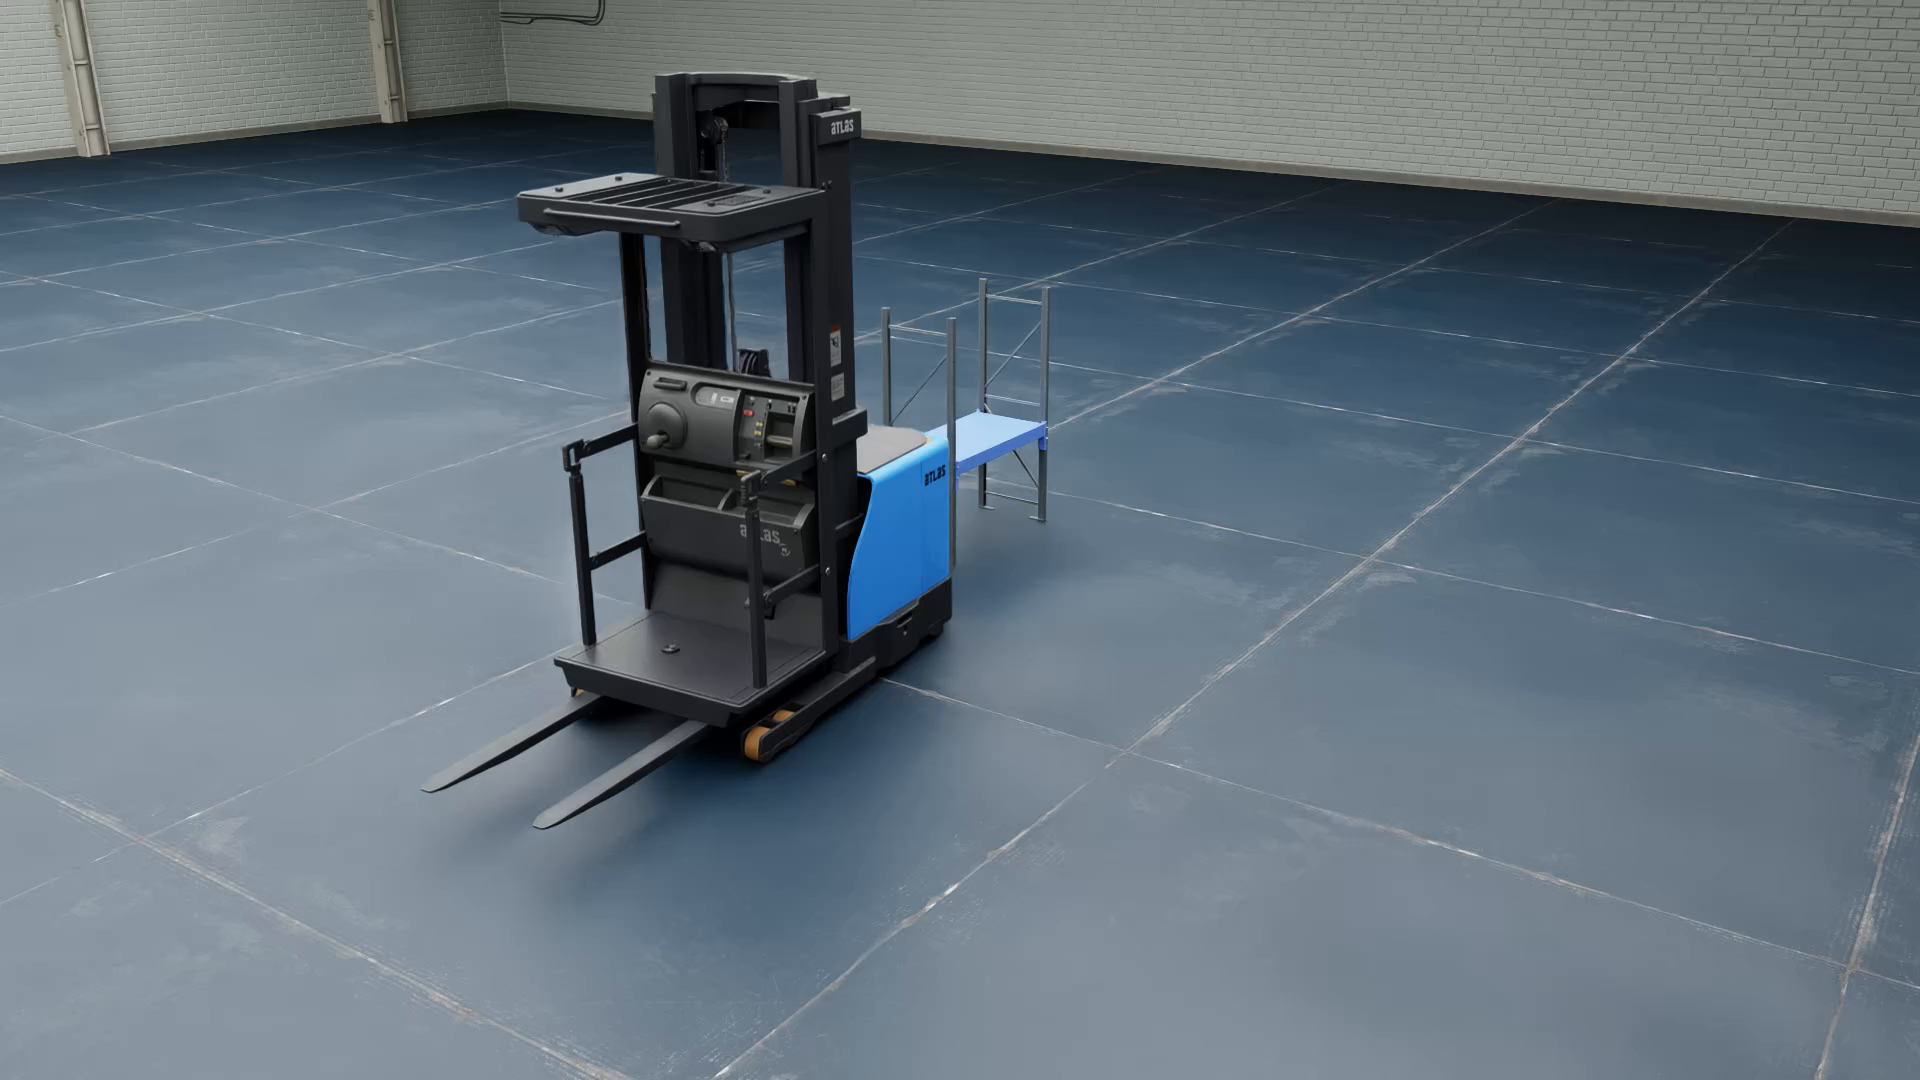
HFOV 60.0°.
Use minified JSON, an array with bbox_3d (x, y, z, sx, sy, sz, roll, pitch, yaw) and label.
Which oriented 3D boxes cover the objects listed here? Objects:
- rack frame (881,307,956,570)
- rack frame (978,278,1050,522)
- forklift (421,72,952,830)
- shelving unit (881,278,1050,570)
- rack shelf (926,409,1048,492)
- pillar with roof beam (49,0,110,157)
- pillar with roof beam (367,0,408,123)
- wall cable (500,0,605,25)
[{"bbox_3d":[-0.238,-0.582,9.677,0.500,1.500,0.032,13,24,32],"label":"rack frame"},{"bbox_3d":[0.334,-0.874,10.465,0.500,1.500,0.032,13,24,32],"label":"rack frame"},{"bbox_3d":[-1.198,-0.543,7.507,1.130,2.935,3.031,11,23,27],"label":"forklift"},{"bbox_3d":[0.048,-0.728,10.071,0.538,1.500,1.048,13,24,32],"label":"shelving unit"},{"bbox_3d":[0.048,-0.559,10.133,0.538,0.185,1.000,13,24,32],"label":"rack shelf"},{"bbox_3d":[-10.729,-9.734,23.609,9.100,9.000,0.400,13,24,32],"label":"pillar with roof beam"},{"bbox_3d":[-7.356,-11.456,28.263,9.100,9.000,0.400,13,24,32],"label":"pillar with roof beam"},{"bbox_3d":[-8.167,-11.426,32.660,3.097,2.526,0.112,13,24,32],"label":"wall cable"}]
